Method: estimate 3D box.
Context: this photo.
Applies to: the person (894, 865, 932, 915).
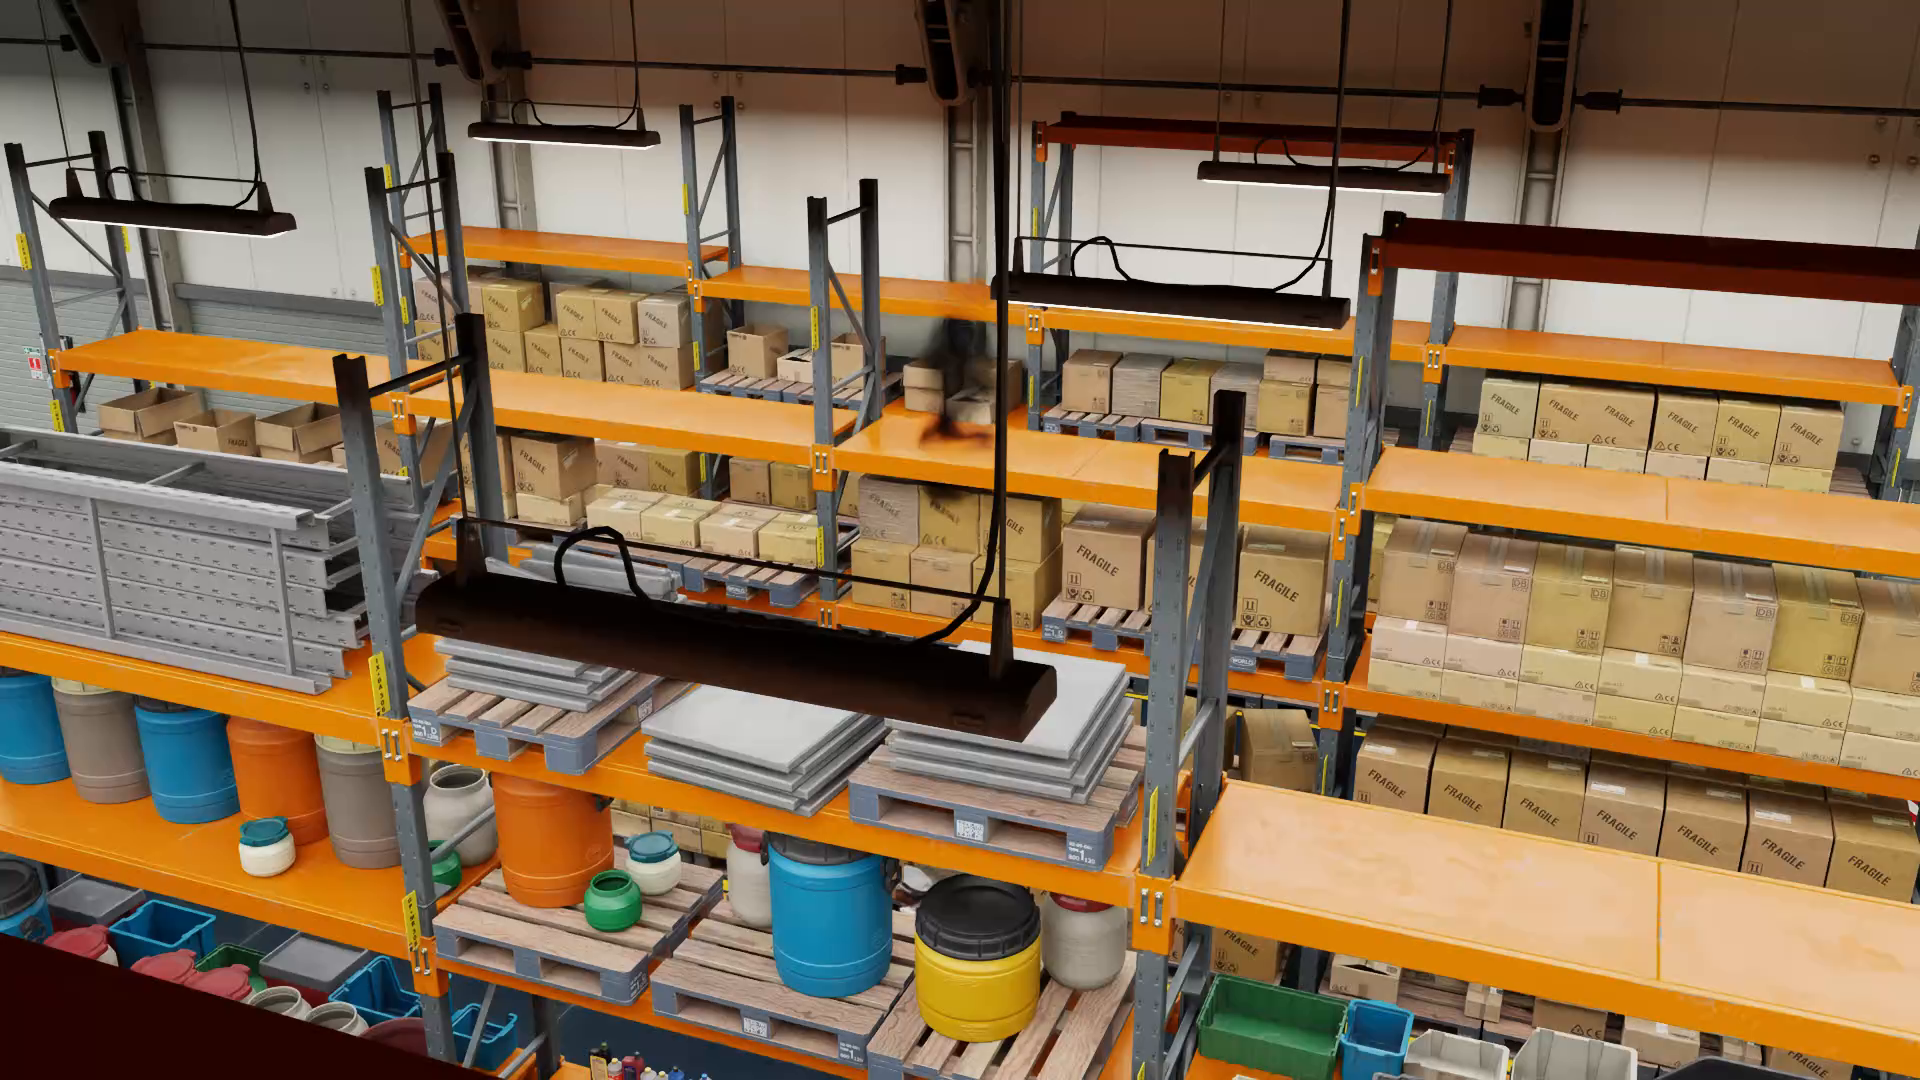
[{"bbox_3d":[-0.317,3.134,11.832,0.786,1.783,0.540,6,22,15],"label":"person"}]
